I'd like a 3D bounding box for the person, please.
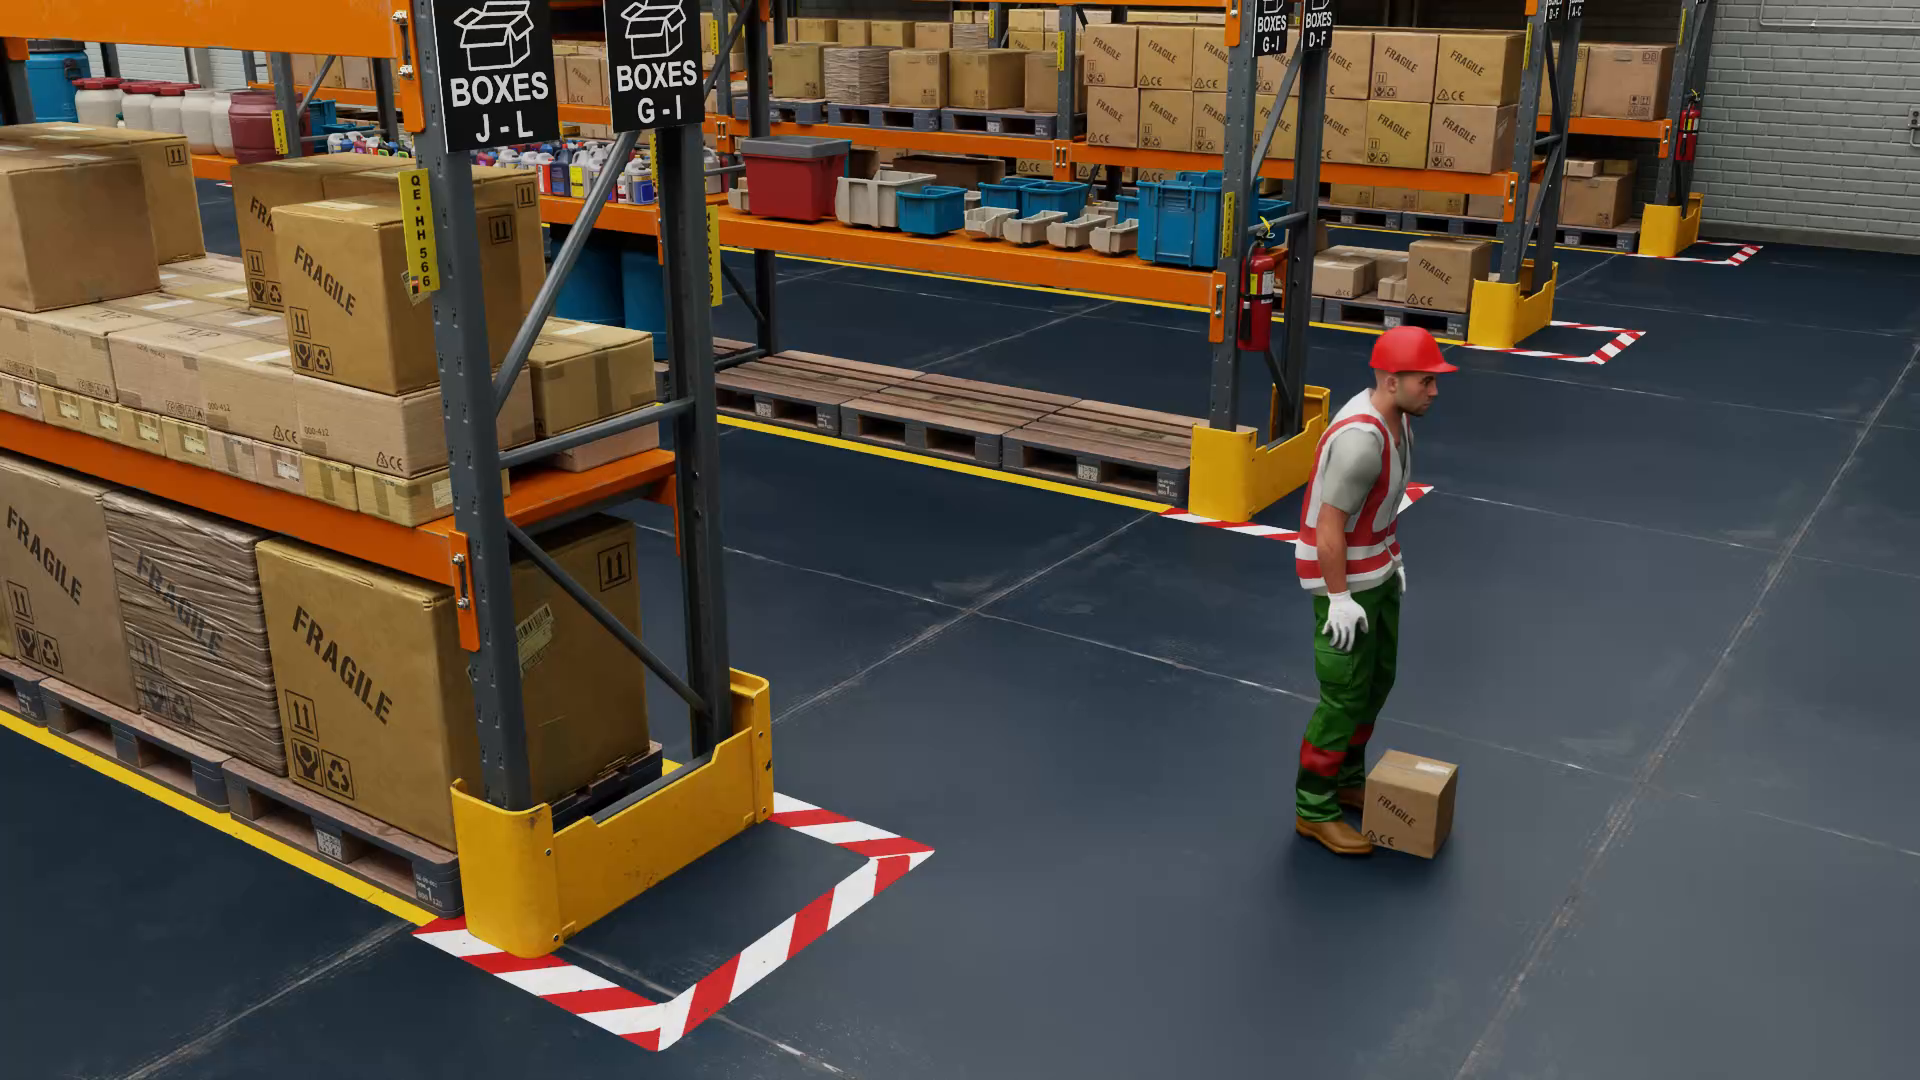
[{"bbox_3d":[1.373,0.151,5.628,0.453,1.777,0.604,12,23,30],"label":"person"}]
